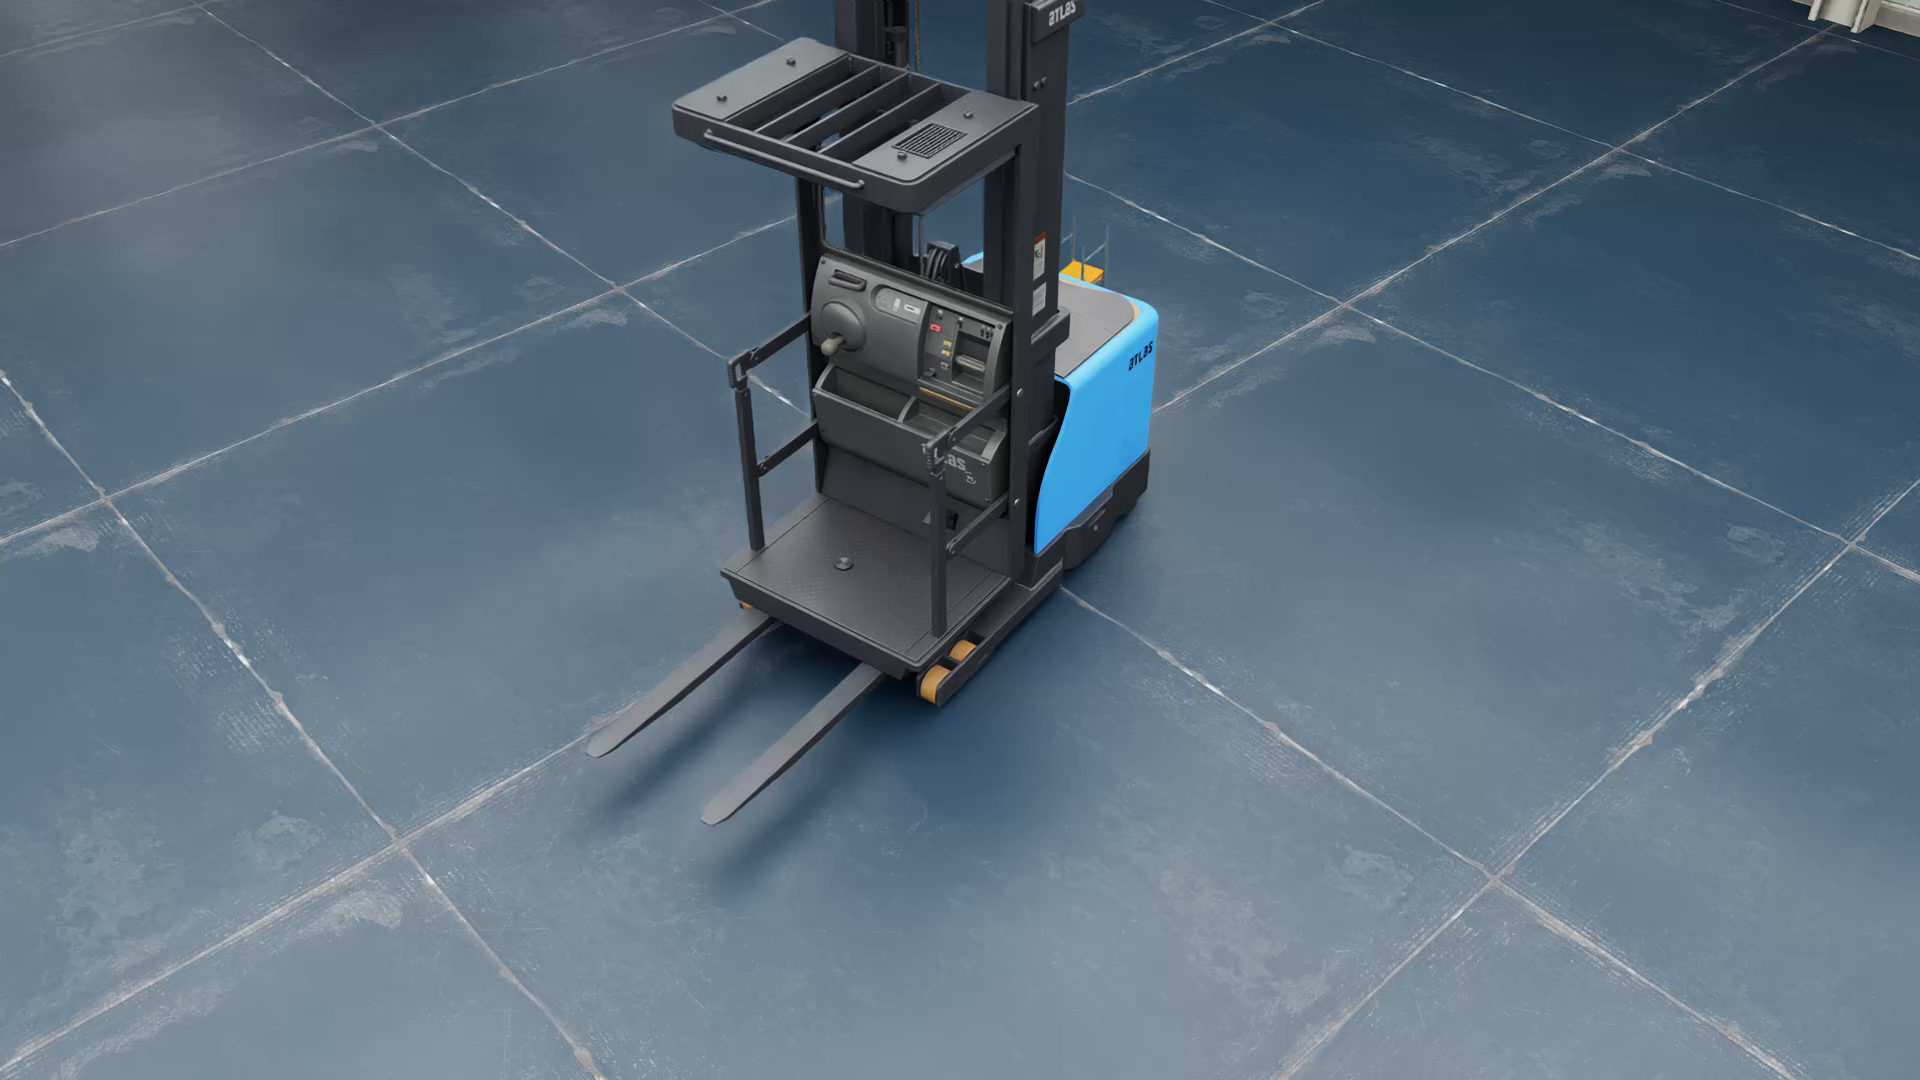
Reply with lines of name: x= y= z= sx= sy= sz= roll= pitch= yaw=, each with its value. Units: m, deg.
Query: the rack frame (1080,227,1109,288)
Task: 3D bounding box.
rack frame: x=0.637 y=-0.958 z=8.189 sx=0.006 sy=1.200 sz=0.240 roll=23 pitch=44 yaw=26

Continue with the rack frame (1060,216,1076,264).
rack frame: x=0.485 y=-1.022 z=8.268 sx=0.006 sy=1.200 sz=0.240 roll=23 pitch=44 yaw=26

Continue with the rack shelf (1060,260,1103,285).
rack shelf: x=0.561 y=-1.235 z=8.030 sx=0.180 sy=0.103 sz=0.258 roll=23 pitch=44 yaw=26

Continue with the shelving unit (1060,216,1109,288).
shelving unit: x=0.561 y=-0.990 z=8.229 sx=0.189 sy=1.200 sz=0.258 roll=23 pitch=44 yaw=26

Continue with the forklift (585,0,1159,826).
forklift: x=-0.338 y=-0.786 z=6.599 sx=1.130 sy=2.935 sz=3.031 roll=24 pitch=45 yaw=27

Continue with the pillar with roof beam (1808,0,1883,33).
pillar with roof beam: x=3.705 y=-5.723 z=7.882 sx=9.100 sy=9.000 sz=0.400 roll=-30 pitch=48 yaw=-32
